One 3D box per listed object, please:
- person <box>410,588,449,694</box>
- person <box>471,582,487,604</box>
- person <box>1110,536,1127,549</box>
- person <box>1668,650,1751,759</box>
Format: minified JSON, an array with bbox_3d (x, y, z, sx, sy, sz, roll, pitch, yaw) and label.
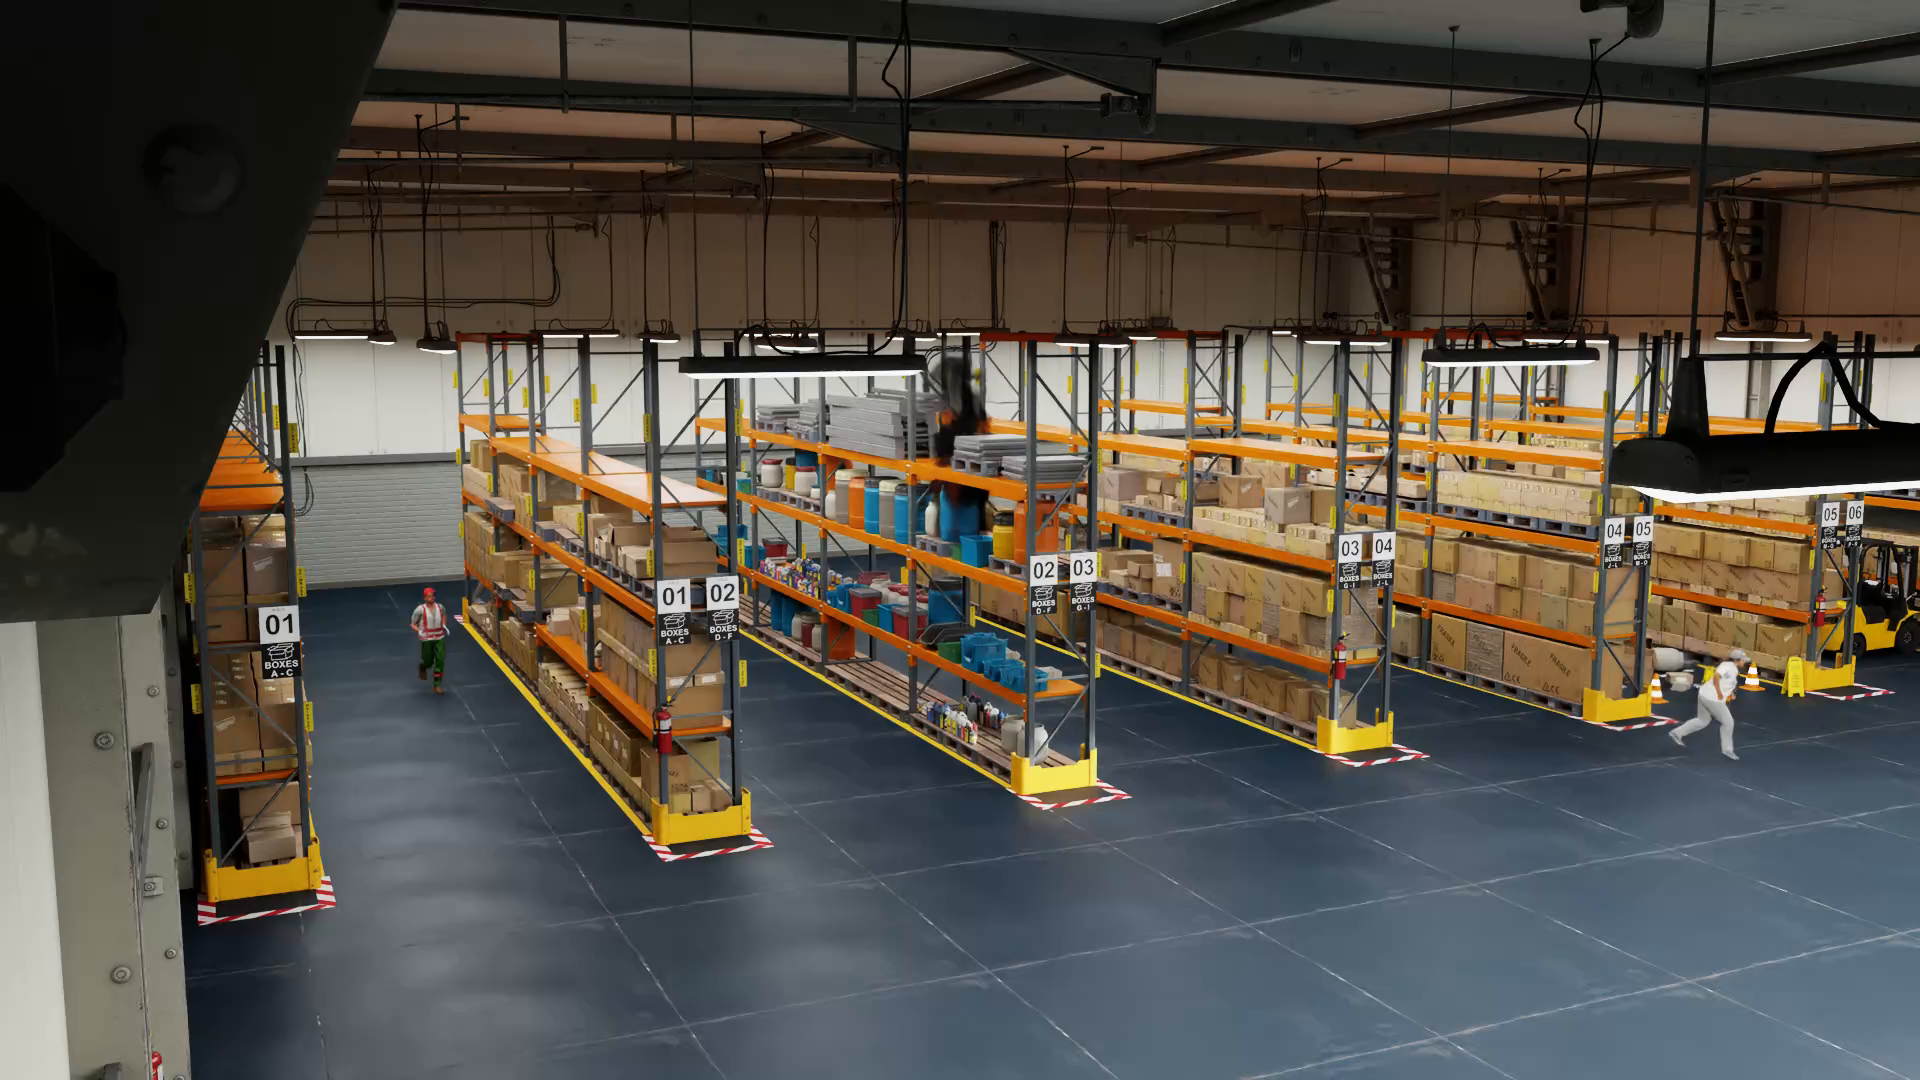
[{"bbox_3d":[-8.934,1.680,28.108,0.657,1.771,0.863,-6,10,-36],"label":"person"},{"bbox_3d":[-10.308,0.645,36.284,0.805,1.805,0.655,1,8,10],"label":"person"},{"bbox_3d":[4.016,-0.142,41.722,0.949,1.704,0.724,-1,8,-6],"label":"person"},{"bbox_3d":[10.783,2.358,23.936,1.033,1.627,0.643,3,8,20],"label":"person"}]
